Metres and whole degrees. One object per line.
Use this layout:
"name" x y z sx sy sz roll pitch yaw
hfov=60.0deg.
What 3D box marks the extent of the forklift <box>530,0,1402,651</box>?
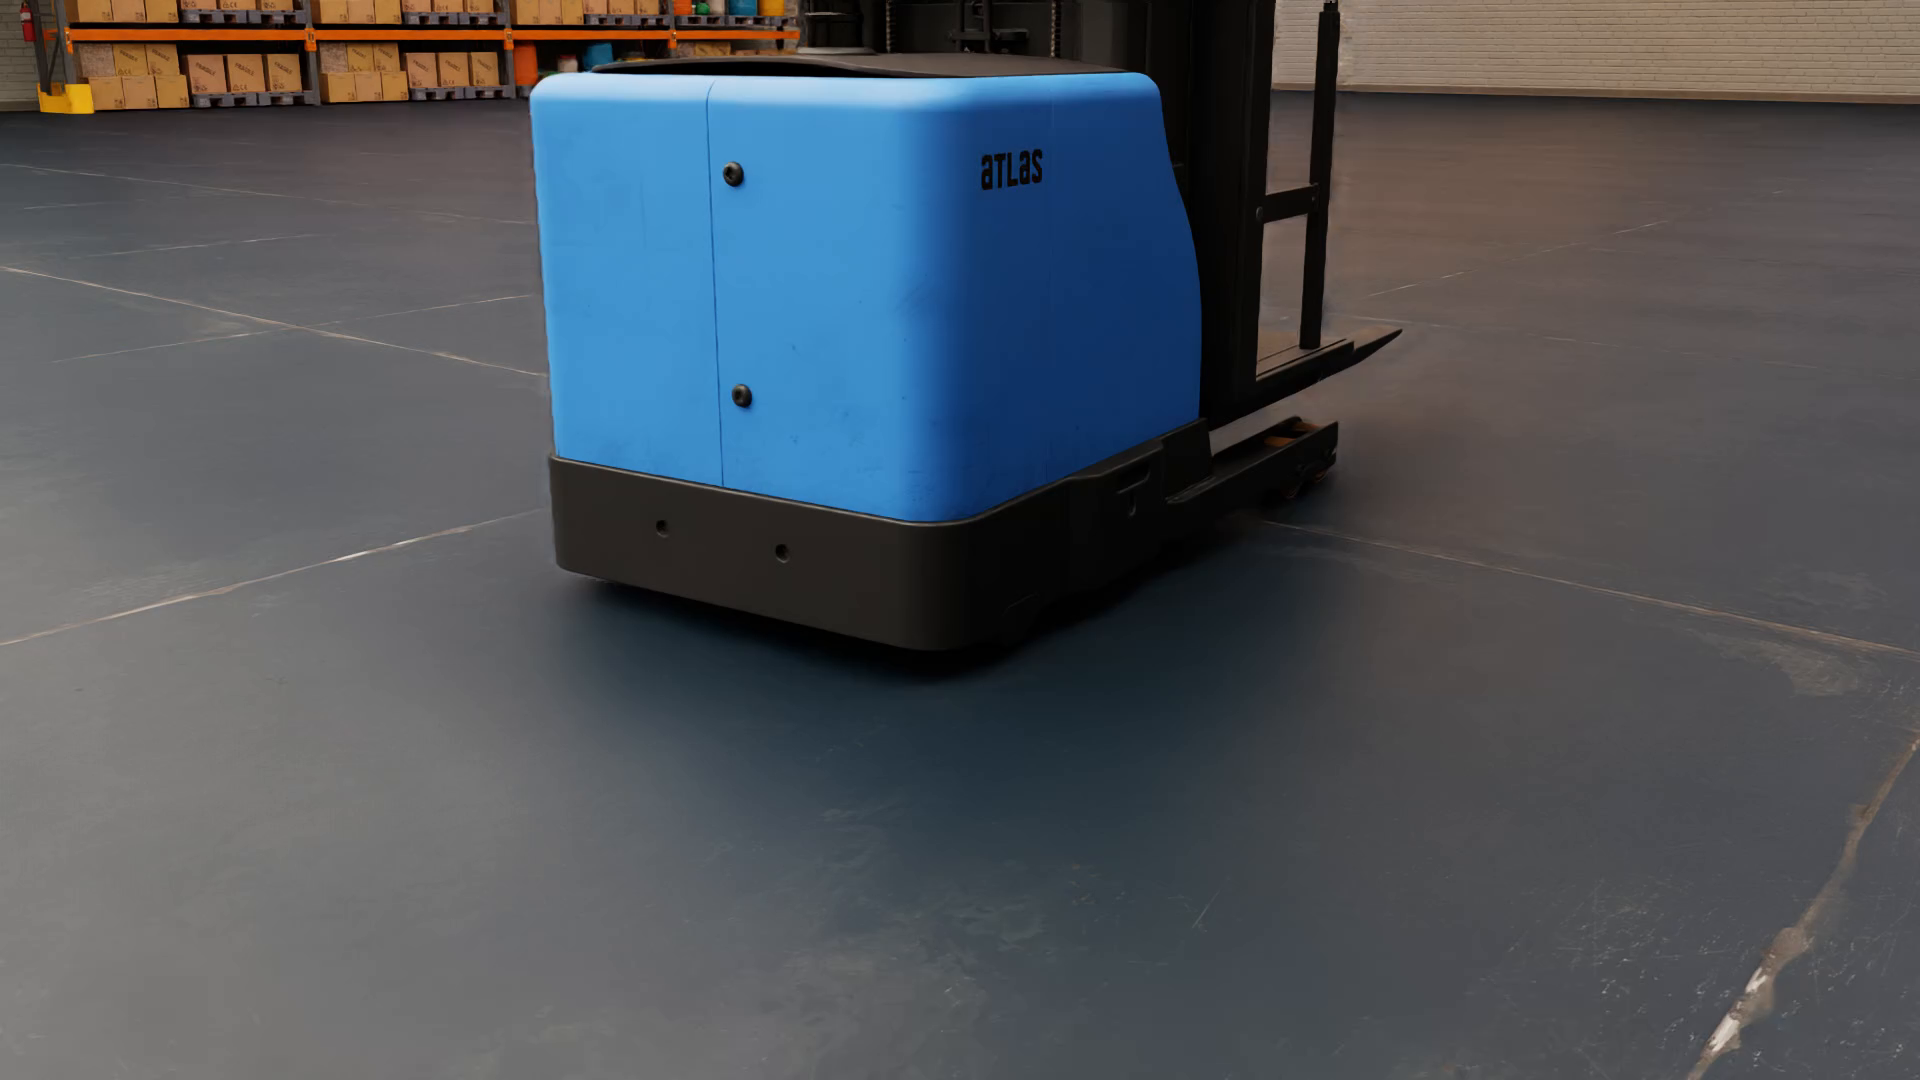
"forklift" 0.356 -1.571 4.072 1.130 2.935 3.031 11 20 31
